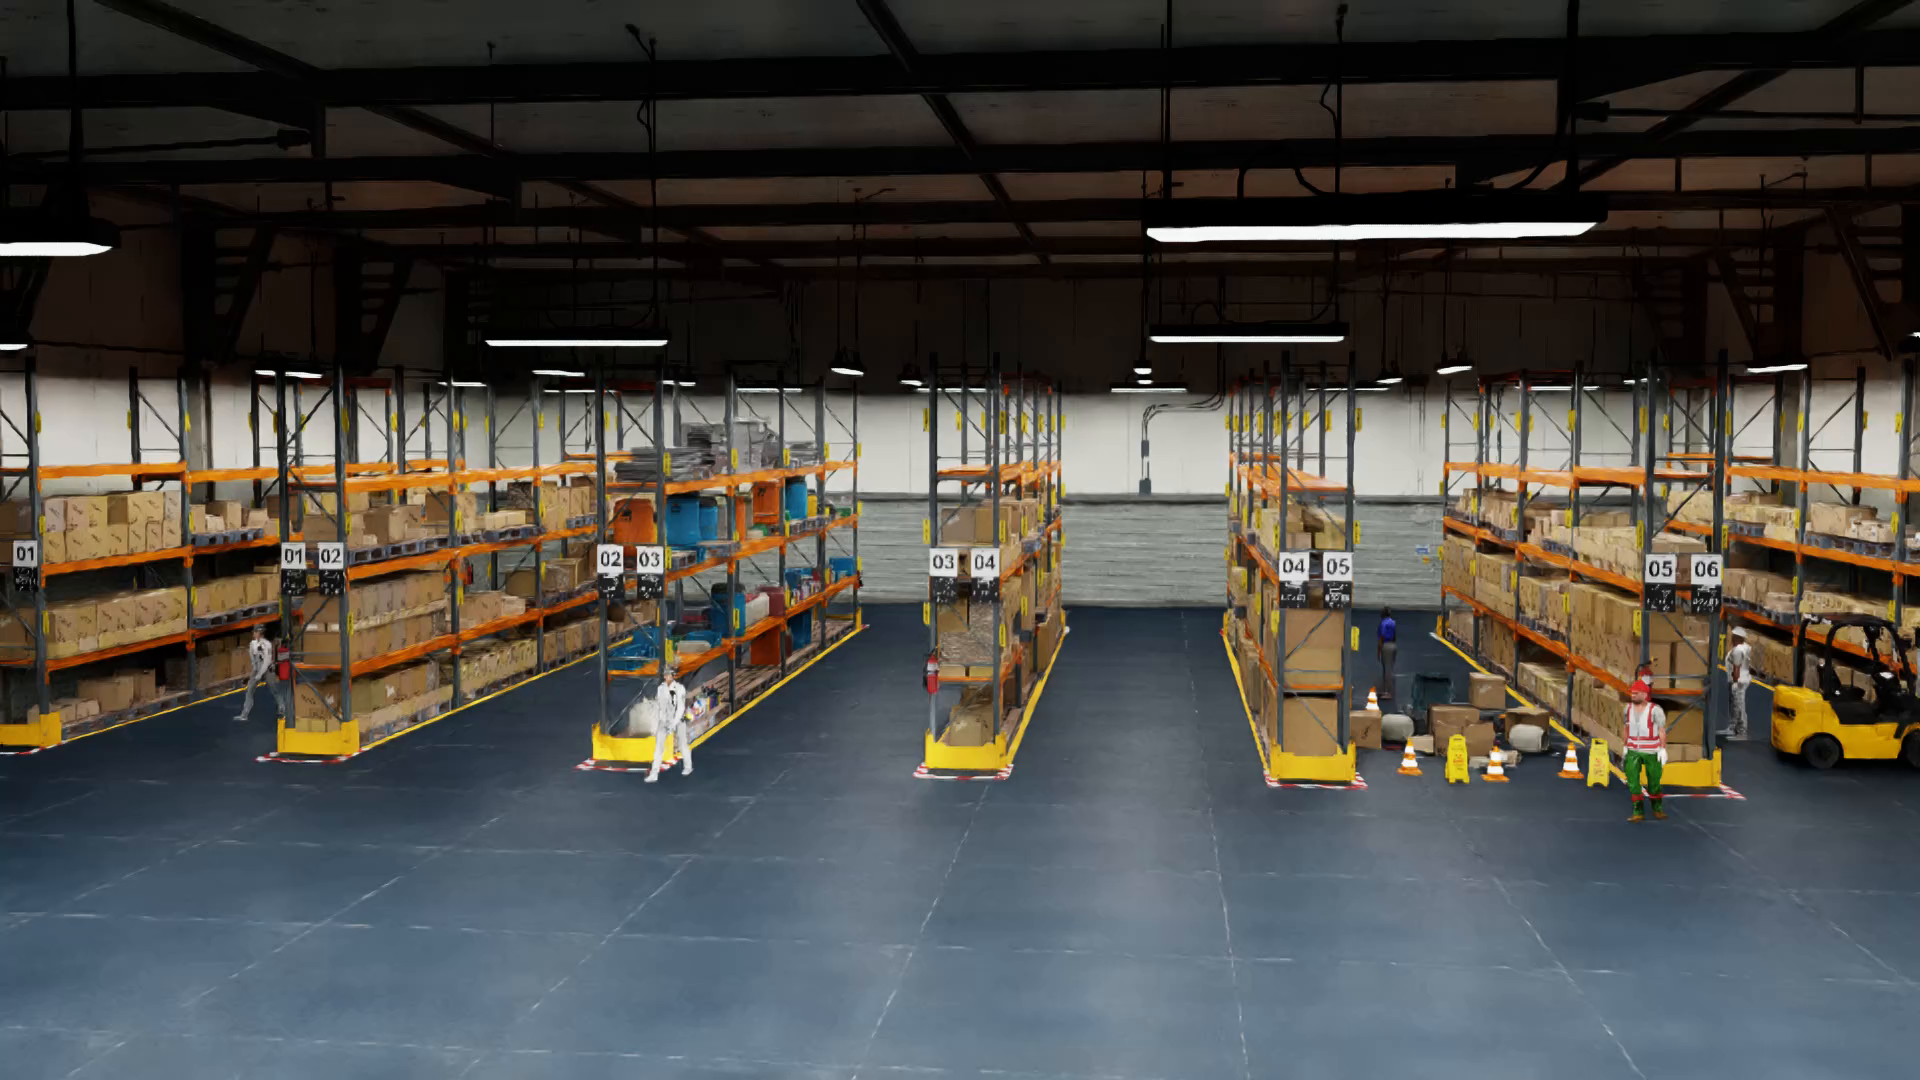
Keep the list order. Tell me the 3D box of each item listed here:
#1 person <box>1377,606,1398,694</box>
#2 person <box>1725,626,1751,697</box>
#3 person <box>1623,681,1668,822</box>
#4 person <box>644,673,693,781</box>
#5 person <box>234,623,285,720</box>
[{"bbox_3d":[7.813,2.009,30.267,0.399,1.523,0.539,3,5,38],"label":"person"},{"bbox_3d":[12.233,1.894,26.129,0.352,1.082,0.614,3,5,36],"label":"person"},{"bbox_3d":[8.613,2.644,20.912,0.553,1.773,0.572,4,5,42],"label":"person"},{"bbox_3d":[-4.061,2.545,23.261,0.411,1.584,0.978,1,4,16],"label":"person"},{"bbox_3d":[-11.747,2.196,27.962,0.483,1.619,0.998,1,4,16],"label":"person"}]
